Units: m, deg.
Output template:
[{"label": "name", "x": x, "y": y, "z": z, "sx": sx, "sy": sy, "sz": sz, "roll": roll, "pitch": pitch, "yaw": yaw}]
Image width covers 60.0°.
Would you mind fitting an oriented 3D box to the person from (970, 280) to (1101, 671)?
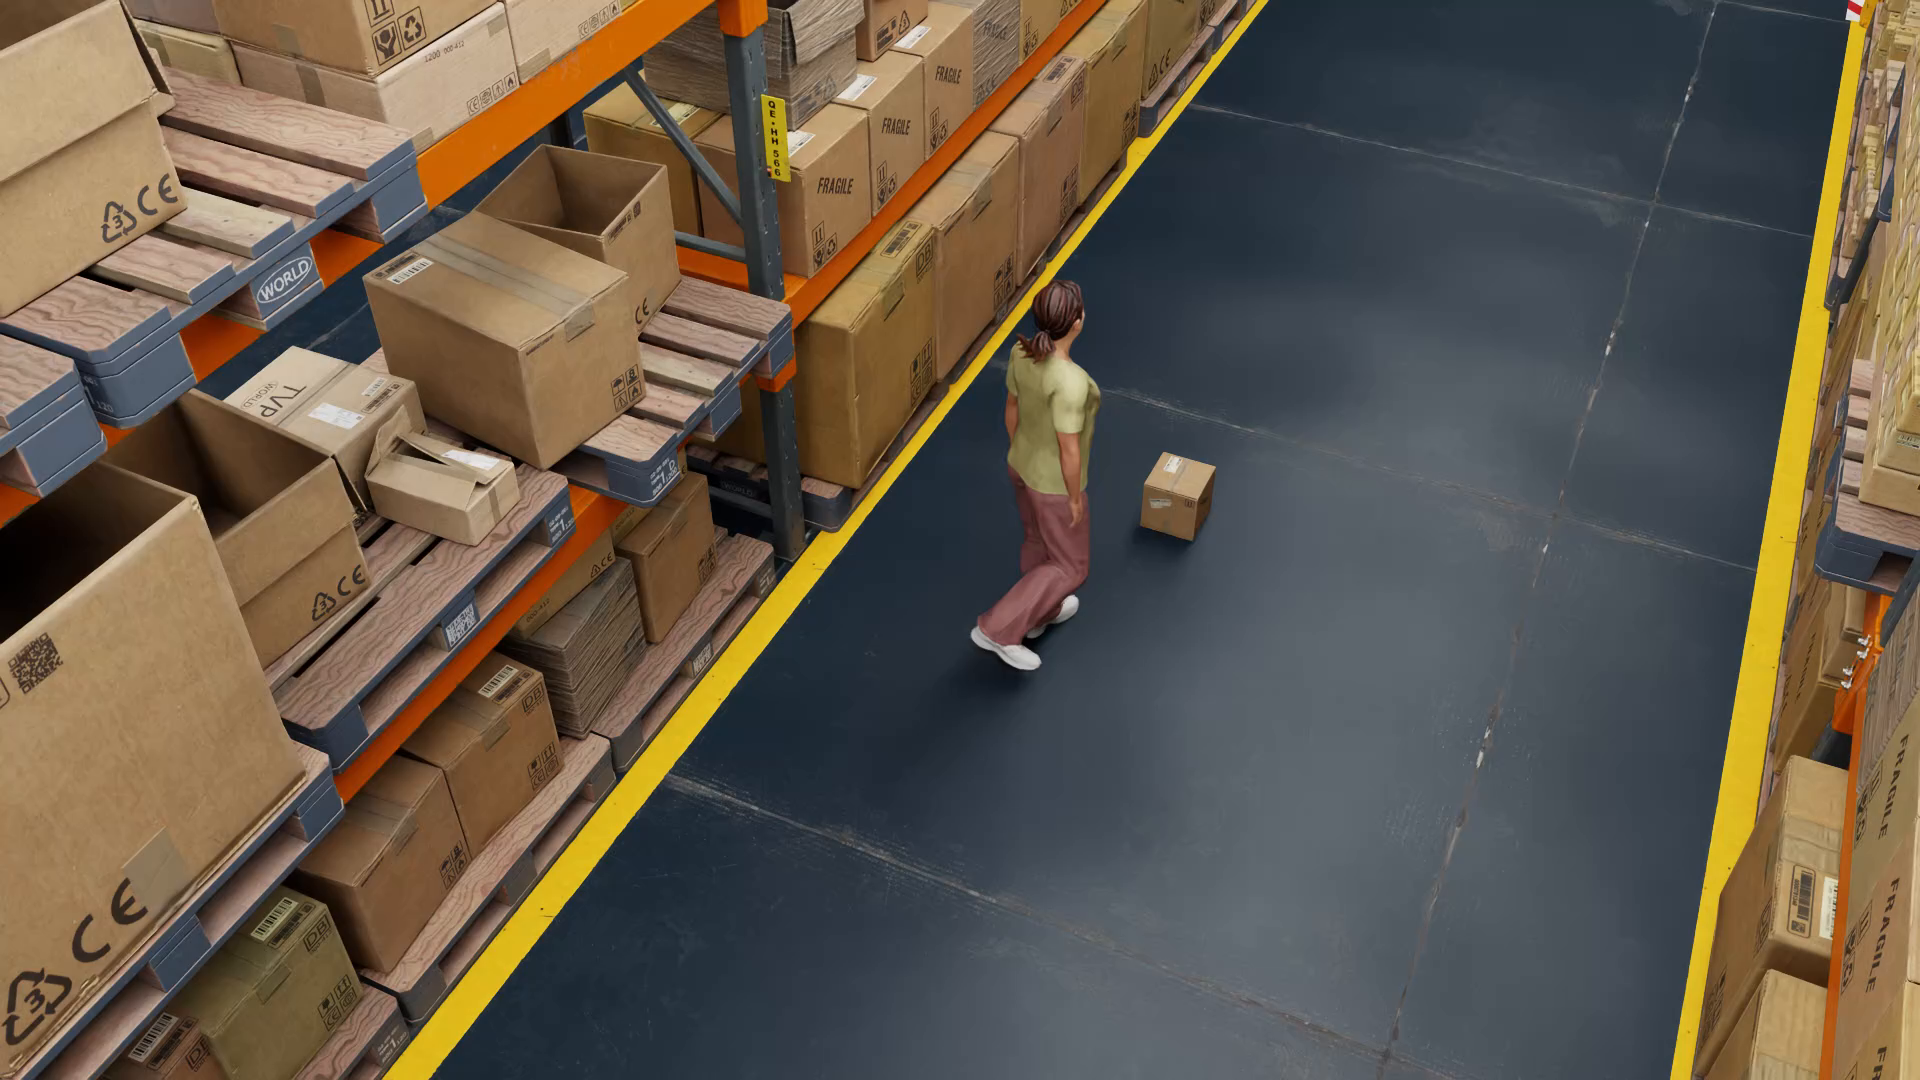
[{"label": "person", "x": 0.274, "y": -0.212, "z": 6.393, "sx": 0.581, "sy": 1.669, "sz": 0.504, "roll": -20, "pitch": 46, "yaw": -20}]
